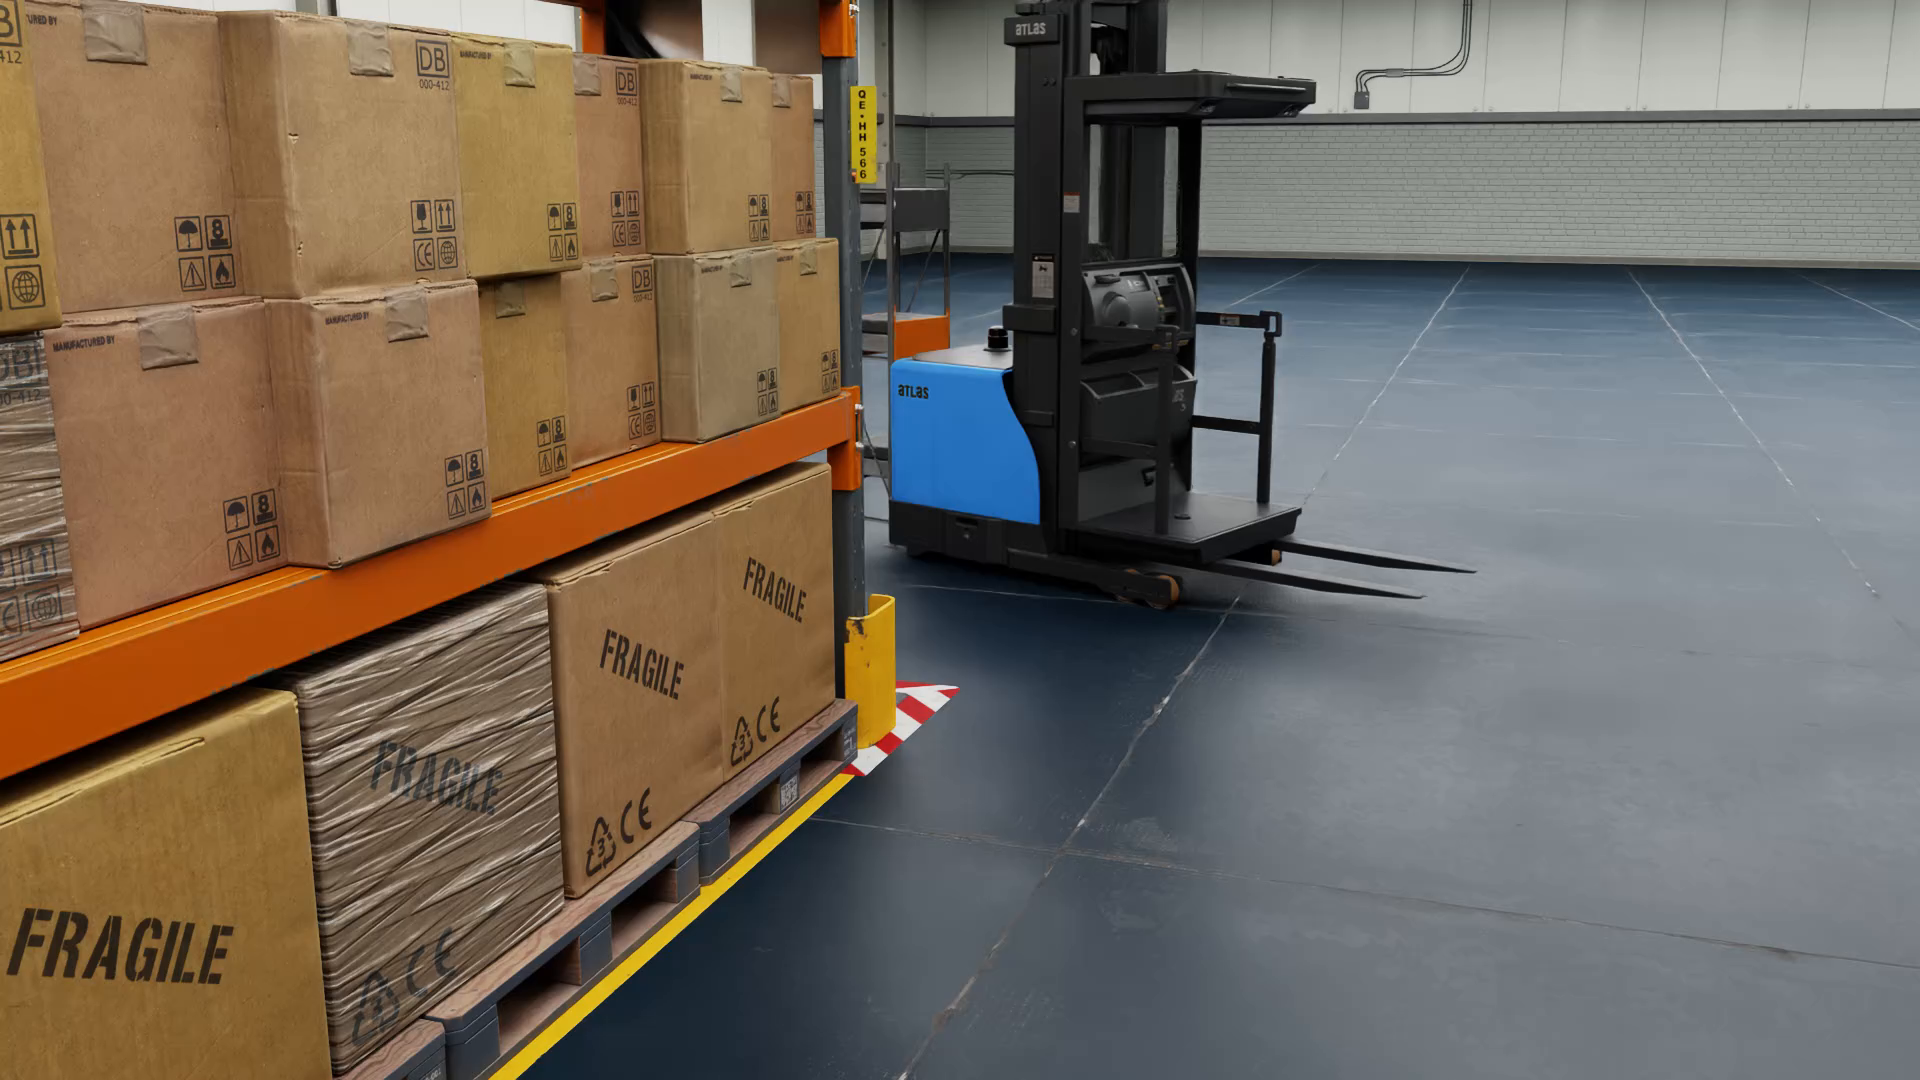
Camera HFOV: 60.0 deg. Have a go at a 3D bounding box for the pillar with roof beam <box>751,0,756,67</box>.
[{"bbox_3d":[0.502,-9.040,28.871,9.100,9.000,0.400,4,14,18],"label":"pillar with roof beam"}]

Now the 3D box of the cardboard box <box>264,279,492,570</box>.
[{"bbox_3d":[-1.588,-0.294,3.697,0.875,0.550,0.550,4,14,18],"label":"cardboard box"}]

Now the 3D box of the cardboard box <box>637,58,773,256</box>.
[{"bbox_3d":[-1.091,-1.163,5.081,0.875,0.550,0.550,4,14,18],"label":"cardboard box"}]

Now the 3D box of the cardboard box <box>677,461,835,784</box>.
[{"bbox_3d":[-1.001,0.217,5.627,0.875,0.875,0.875,4,14,19],"label":"cardboard box"}]

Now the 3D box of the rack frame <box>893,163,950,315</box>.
[{"bbox_3d":[-0.217,-1.089,9.539,0.400,2.100,0.015,10,16,37],"label":"rack frame"}]

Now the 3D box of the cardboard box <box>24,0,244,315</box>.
[{"bbox_3d":[-1.918,-0.718,3.131,0.875,0.550,0.550,4,14,18],"label":"cardboard box"}]

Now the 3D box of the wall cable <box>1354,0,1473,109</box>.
[{"bbox_3d":[9.552,-12.109,34.676,2.305,6.003,0.169,4,14,18],"label":"wall cable"}]

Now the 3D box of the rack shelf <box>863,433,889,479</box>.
[{"bbox_3d":[-0.368,-0.350,9.511,0.431,0.518,0.480,10,16,37],"label":"rack shelf"}]

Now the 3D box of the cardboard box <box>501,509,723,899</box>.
[{"bbox_3d":[-1.284,0.402,4.815,0.875,0.875,0.875,4,13,18],"label":"cardboard box"}]

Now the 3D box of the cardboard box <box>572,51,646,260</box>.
[{"bbox_3d":[-1.401,-1.055,4.607,0.875,0.550,0.550,4,14,18],"label":"cardboard box"}]

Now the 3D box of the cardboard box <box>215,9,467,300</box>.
[{"bbox_3d":[-1.614,-0.822,3.586,0.875,0.550,0.550,4,14,18],"label":"cardboard box"}]

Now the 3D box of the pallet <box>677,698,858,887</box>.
[{"bbox_3d":[-1.029,0.772,5.632,1.003,0.211,1.213,4,14,18],"label":"pallet"}]

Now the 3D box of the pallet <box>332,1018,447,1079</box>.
[{"bbox_3d":[-1.818,1.286,3.381,1.003,0.211,1.213,4,14,18],"label":"pallet"}]

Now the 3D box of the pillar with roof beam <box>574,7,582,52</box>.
[{"bbox_3d":[-1.439,-7.776,23.336,9.100,9.000,0.400,4,14,18],"label":"pillar with roof beam"}]

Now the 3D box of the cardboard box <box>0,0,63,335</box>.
[{"bbox_3d":[-1.986,-0.594,2.587,0.875,0.550,0.550,4,14,18],"label":"cardboard box"}]

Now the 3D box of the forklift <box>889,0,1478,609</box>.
[{"bbox_3d":[1.072,-1.227,8.276,3.031,2.935,1.130,10,16,38],"label":"forklift"}]

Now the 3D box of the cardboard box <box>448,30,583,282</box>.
[{"bbox_3d":[-1.450,-0.934,4.077,0.875,0.550,0.500,4,14,18],"label":"cardboard box"}]

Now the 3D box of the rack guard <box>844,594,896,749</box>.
[{"bbox_3d":[-0.836,0.452,6.384,1.175,0.500,0.348,4,14,18],"label":"rack guard"}]

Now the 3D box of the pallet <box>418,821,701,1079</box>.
[{"bbox_3d":[-1.425,1.028,4.510,1.003,0.211,1.213,4,14,18],"label":"pallet"}]

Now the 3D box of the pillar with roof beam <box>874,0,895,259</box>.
[{"bbox_3d":[2.444,-10.303,34.406,9.100,9.000,0.400,4,14,18],"label":"pillar with roof beam"}]

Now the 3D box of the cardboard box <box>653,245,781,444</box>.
[{"bbox_3d":[-1.079,-0.636,5.197,0.875,0.550,0.550,4,14,18],"label":"cardboard box"}]

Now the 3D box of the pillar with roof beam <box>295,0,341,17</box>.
[{"bbox_3d":[-3.380,-6.513,17.801,9.100,9.000,0.400,4,14,18],"label":"pillar with roof beam"}]

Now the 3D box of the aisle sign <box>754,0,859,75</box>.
[{"bbox_3d":[-0.537,-2.022,5.766,0.394,0.787,0.004,4,14,18],"label":"aisle sign"}]

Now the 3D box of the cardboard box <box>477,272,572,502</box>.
[{"bbox_3d":[-1.511,-0.413,4.218,0.875,0.550,0.500,4,14,18],"label":"cardboard box"}]

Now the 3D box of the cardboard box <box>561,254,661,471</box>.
[{"bbox_3d":[-1.379,-0.527,4.720,0.875,0.550,0.550,4,14,18],"label":"cardboard box"}]

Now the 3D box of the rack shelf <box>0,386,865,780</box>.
[{"bbox_3d":[-1.491,0.010,4.319,1.077,0.370,4.000,4,14,18],"label":"rack shelf"}]

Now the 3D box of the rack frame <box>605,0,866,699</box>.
[{"bbox_3d":[-0.844,-0.762,6.084,1.000,3.000,0.127,4,14,18],"label":"rack frame"}]

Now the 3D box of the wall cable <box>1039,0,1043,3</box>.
[{"bbox_3d":[3.134,-11.892,36.994,3.097,2.526,0.112,4,14,18],"label":"wall cable"}]

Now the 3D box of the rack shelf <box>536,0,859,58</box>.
[{"bbox_3d":[-1.491,-1.452,3.985,1.077,0.370,4.000,4,14,18],"label":"rack shelf"}]

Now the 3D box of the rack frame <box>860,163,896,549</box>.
[{"bbox_3d":[-0.519,-1.003,9.166,0.400,2.100,0.015,10,16,37],"label":"rack frame"}]

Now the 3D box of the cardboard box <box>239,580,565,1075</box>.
[{"bbox_3d":[-1.581,0.594,3.975,0.875,0.875,0.875,4,14,19],"label":"cardboard box"}]

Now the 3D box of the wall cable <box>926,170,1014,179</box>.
[{"bbox_3d":[0.575,-9.624,38.410,3.097,2.526,0.112,4,14,18],"label":"wall cable"}]

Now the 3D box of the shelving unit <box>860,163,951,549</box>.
[{"bbox_3d":[-0.368,-1.046,9.352,0.431,2.100,0.503,10,16,37],"label":"shelving unit"}]

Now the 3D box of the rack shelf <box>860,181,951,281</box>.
[{"bbox_3d":[-0.368,-1.715,9.200,0.431,0.518,0.480,10,16,37],"label":"rack shelf"}]

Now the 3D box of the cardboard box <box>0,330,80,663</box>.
[{"bbox_3d":[-2.030,-0.071,2.722,0.875,0.550,0.550,4,14,18],"label":"cardboard box"}]

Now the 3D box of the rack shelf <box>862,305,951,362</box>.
[{"bbox_3d":[-0.368,-1.033,9.355,0.431,0.518,0.480,10,16,37],"label":"rack shelf"}]

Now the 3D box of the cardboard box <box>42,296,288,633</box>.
[{"bbox_3d":[-1.874,-0.189,3.236,0.875,0.550,0.550,4,14,18],"label":"cardboard box"}]

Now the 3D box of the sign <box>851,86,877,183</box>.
[{"bbox_3d":[-0.335,-1.400,5.745,0.100,0.325,0.005,4,14,18],"label":"sign"}]

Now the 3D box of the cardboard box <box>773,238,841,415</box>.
[{"bbox_3d":[-0.921,-0.753,5.711,0.875,0.550,0.550,4,14,18],"label":"cardboard box"}]

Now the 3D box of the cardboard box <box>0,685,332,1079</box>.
[{"bbox_3d":[-1.869,0.784,3.142,0.875,0.875,0.875,5,14,19],"label":"cardboard box"}]

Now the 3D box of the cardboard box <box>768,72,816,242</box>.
[{"bbox_3d":[-1.001,-1.286,5.617,0.875,0.550,0.550,4,14,18],"label":"cardboard box"}]

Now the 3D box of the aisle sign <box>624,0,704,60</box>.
[{"bbox_3d":[-1.105,-2.066,5.955,0.394,0.787,0.004,4,14,18],"label":"aisle sign"}]
